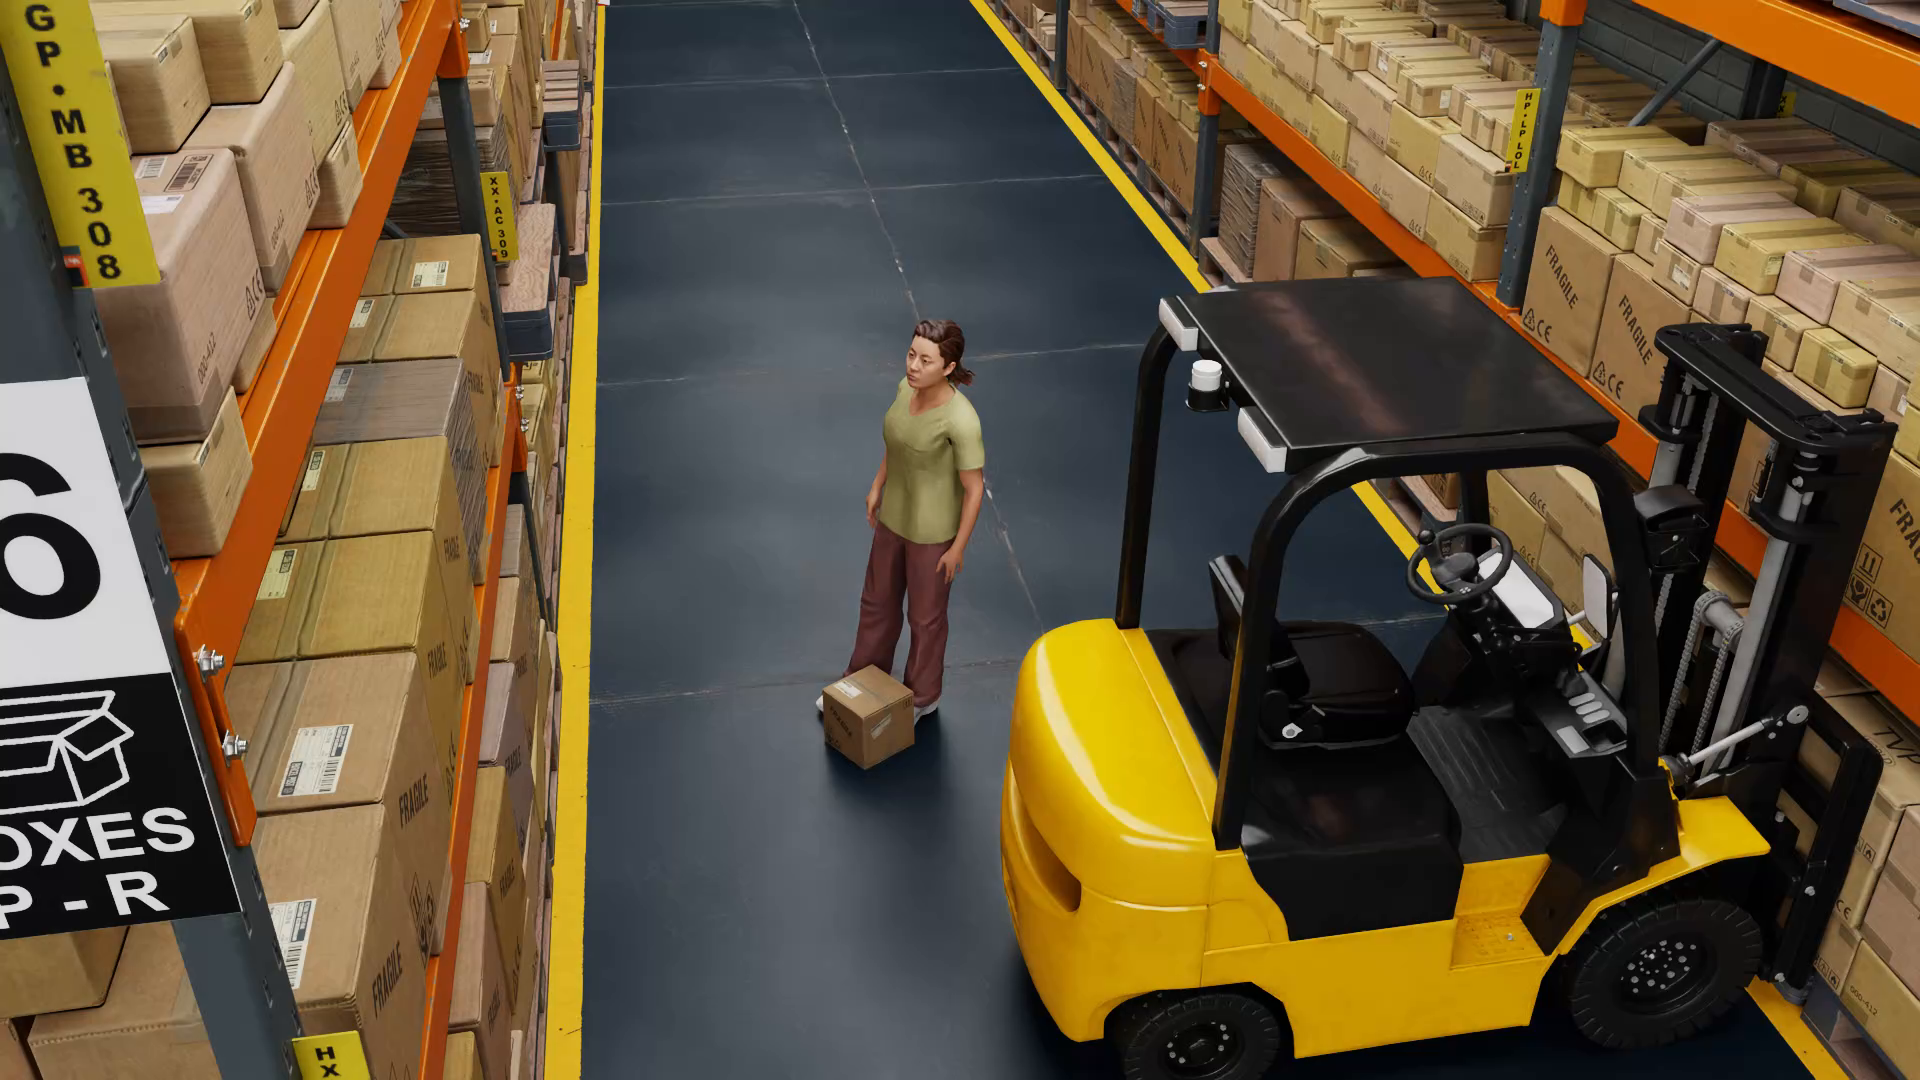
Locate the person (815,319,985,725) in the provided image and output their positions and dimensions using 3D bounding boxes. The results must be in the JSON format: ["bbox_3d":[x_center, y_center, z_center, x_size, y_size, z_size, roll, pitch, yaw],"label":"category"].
[{"bbox_3d":[-0.207,-0.026,6.159,0.548,1.673,0.553,-23,38,-33],"label":"person"}]
